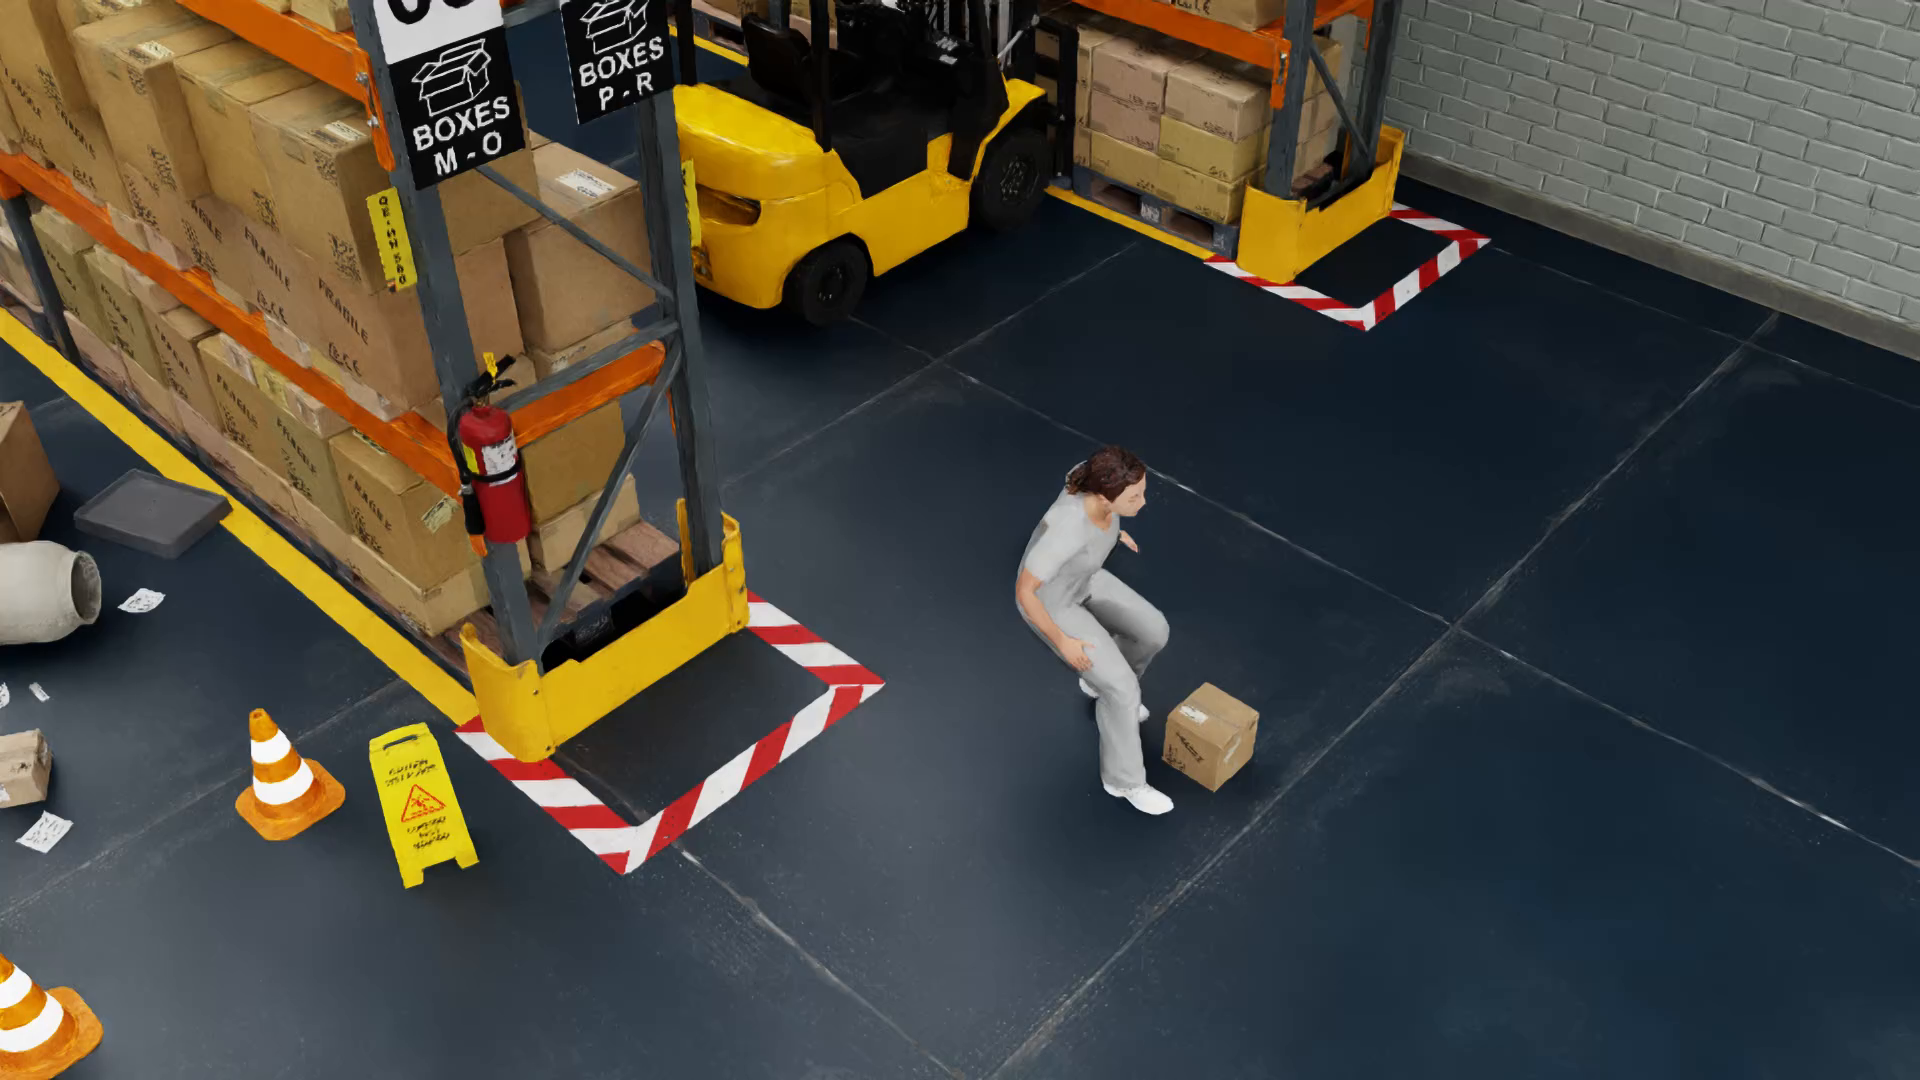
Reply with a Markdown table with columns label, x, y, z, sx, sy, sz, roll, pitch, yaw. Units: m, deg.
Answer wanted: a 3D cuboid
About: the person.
| label | x | y | z | sx | sy | sz | roll | pitch | yaw |
| --- | --- | --- | --- | --- | --- | --- | --- | --- | --- |
| person | 0.553 | 0.253 | 5.989 | 0.730 | 1.485 | 0.667 | 19 | 43 | 21 |
